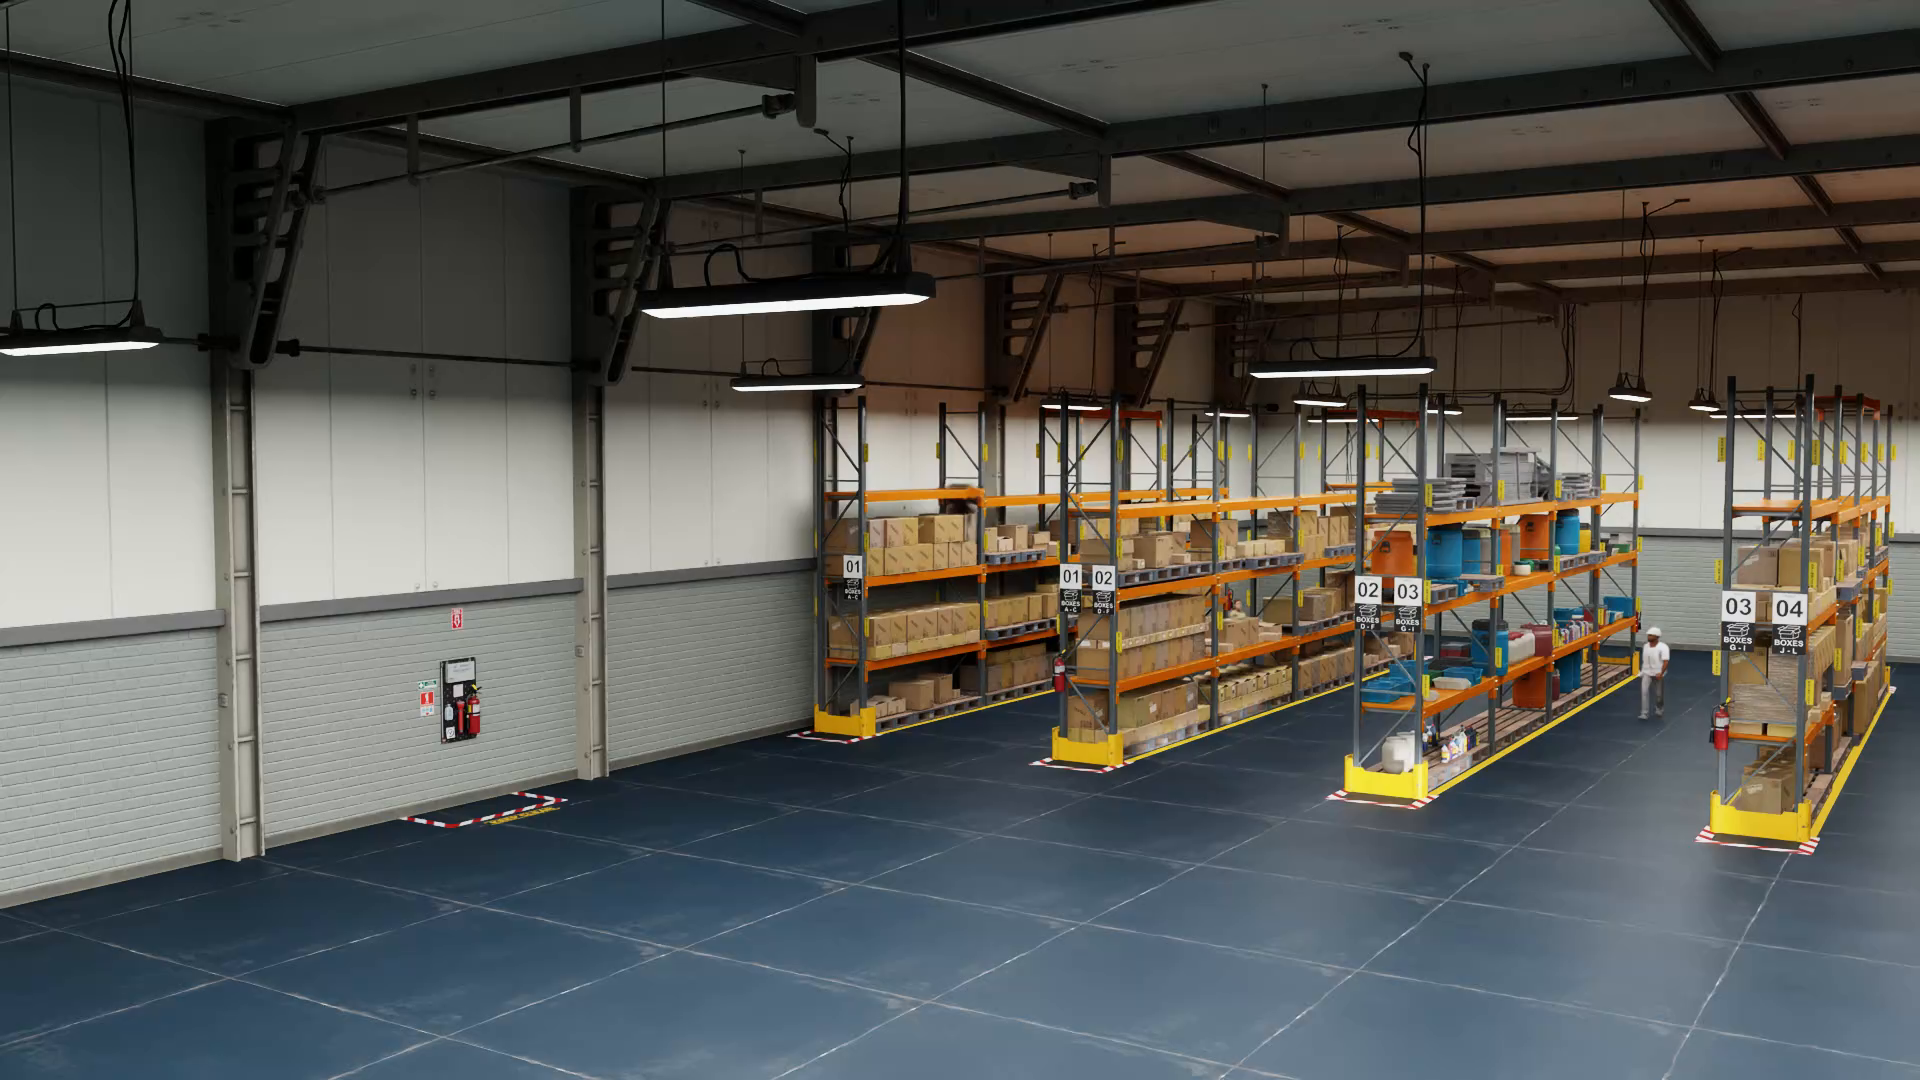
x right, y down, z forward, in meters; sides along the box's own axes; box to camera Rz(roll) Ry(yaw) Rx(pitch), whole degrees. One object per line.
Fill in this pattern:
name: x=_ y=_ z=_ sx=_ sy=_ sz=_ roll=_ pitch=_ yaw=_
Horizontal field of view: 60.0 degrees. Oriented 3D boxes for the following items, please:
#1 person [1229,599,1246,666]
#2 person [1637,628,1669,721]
person: x=6.358 y=2.183 z=37.980 sx=0.498 sy=1.693 sz=0.385 roll=-2 pitch=4 yaw=-36
person: x=12.990 y=2.502 z=31.085 sx=0.507 sy=1.718 sz=1.058 roll=2 pitch=4 yaw=32
